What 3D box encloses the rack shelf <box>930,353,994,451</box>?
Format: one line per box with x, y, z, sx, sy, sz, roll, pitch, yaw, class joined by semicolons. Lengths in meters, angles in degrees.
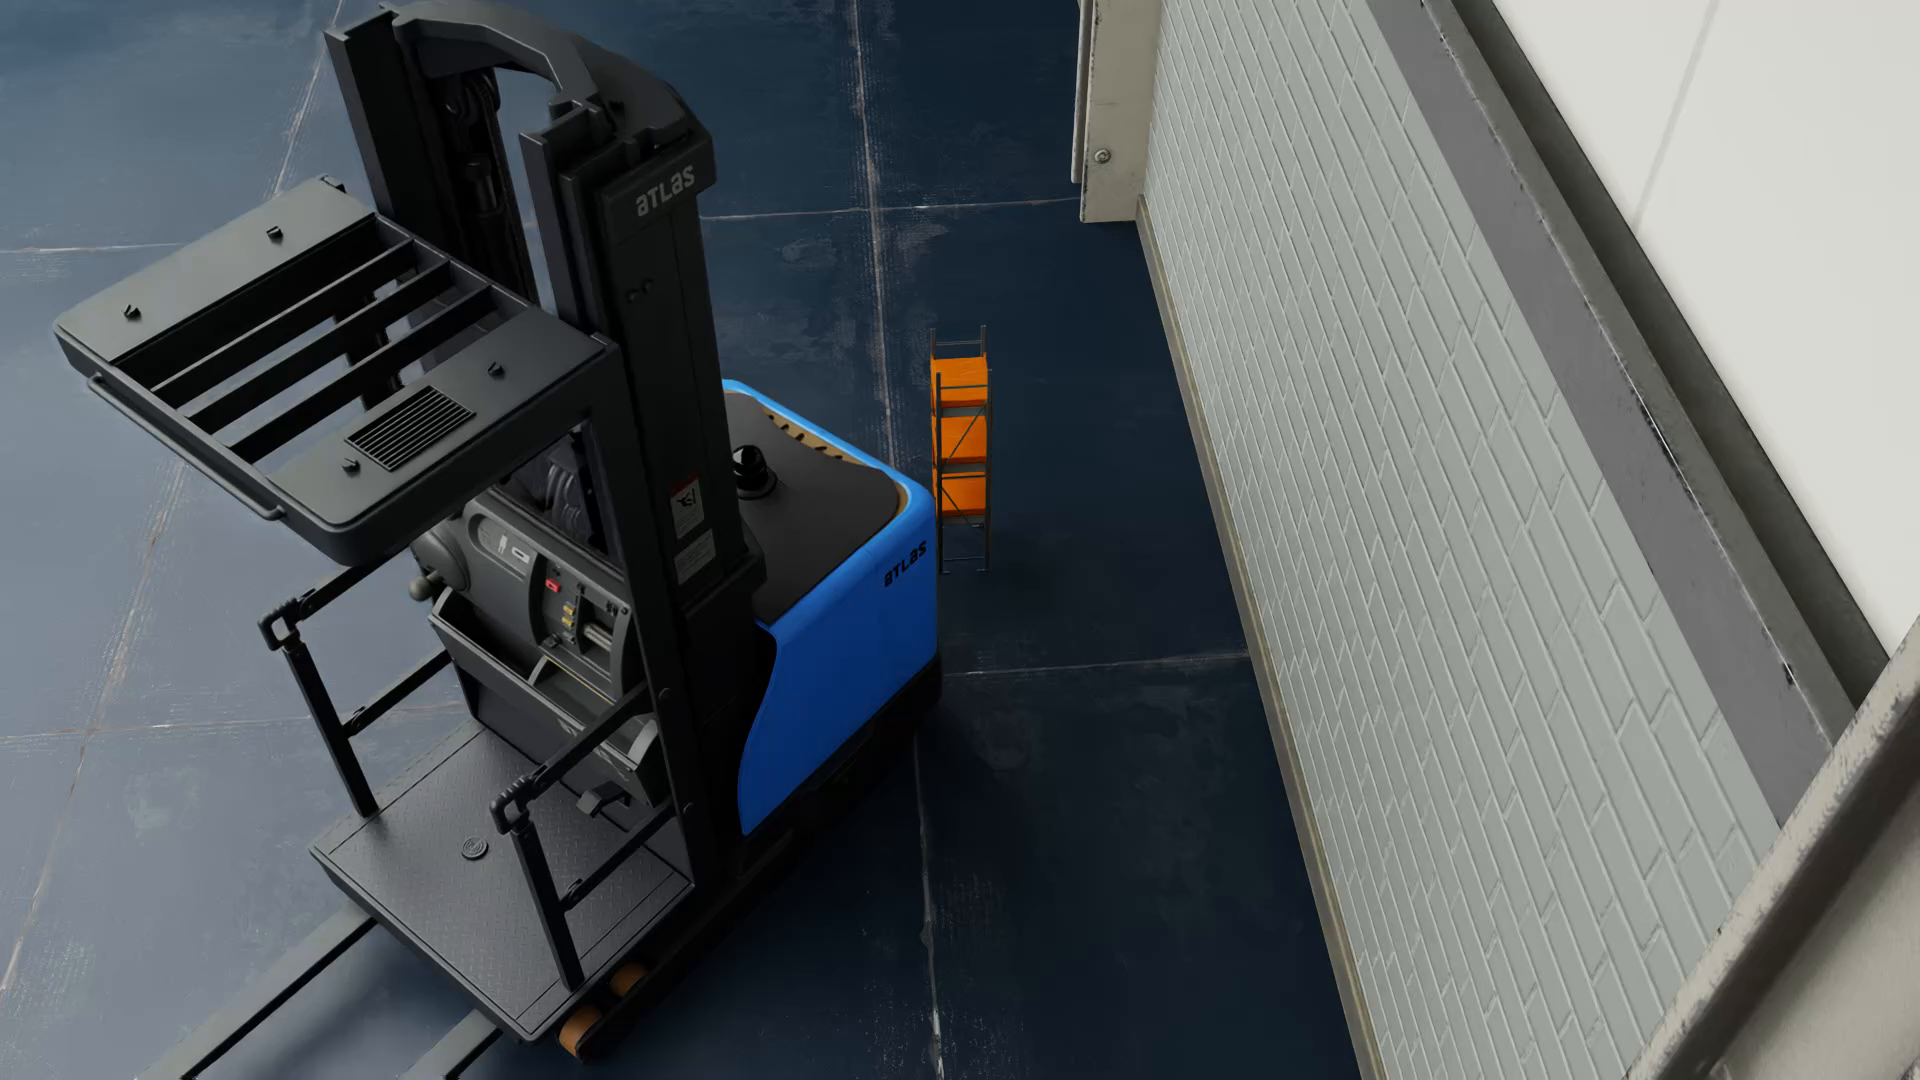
0.004;-0.510;6.134;0.215;0.259;0.240;-3;47;-3;rack shelf

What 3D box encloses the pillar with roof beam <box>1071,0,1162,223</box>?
-3.552;-4.558;4.869;9.100;9.000;0.400;-3;47;-3;pillar with roof beam

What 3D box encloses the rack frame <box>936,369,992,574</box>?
0.015;-0.234;6.249;0.200;1.050;0.008;-3;47;-3;rack frame

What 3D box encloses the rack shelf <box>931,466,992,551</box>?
0.004;-0.124;6.542;0.215;0.259;0.240;-3;47;-3;rack shelf

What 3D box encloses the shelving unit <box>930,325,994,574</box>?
0.004;-0.322;6.332;0.215;1.050;0.252;-3;47;-3;shelving unit

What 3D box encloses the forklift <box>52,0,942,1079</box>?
-1.379;0.195;4.546;1.130;2.935;3.031;30;54;25;forklift

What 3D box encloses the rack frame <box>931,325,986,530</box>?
-0.006;-0.411;6.416;0.200;1.050;0.008;-3;47;-3;rack frame

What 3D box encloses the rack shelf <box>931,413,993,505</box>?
0.004;-0.315;6.340;0.215;0.259;0.240;-3;47;-3;rack shelf
